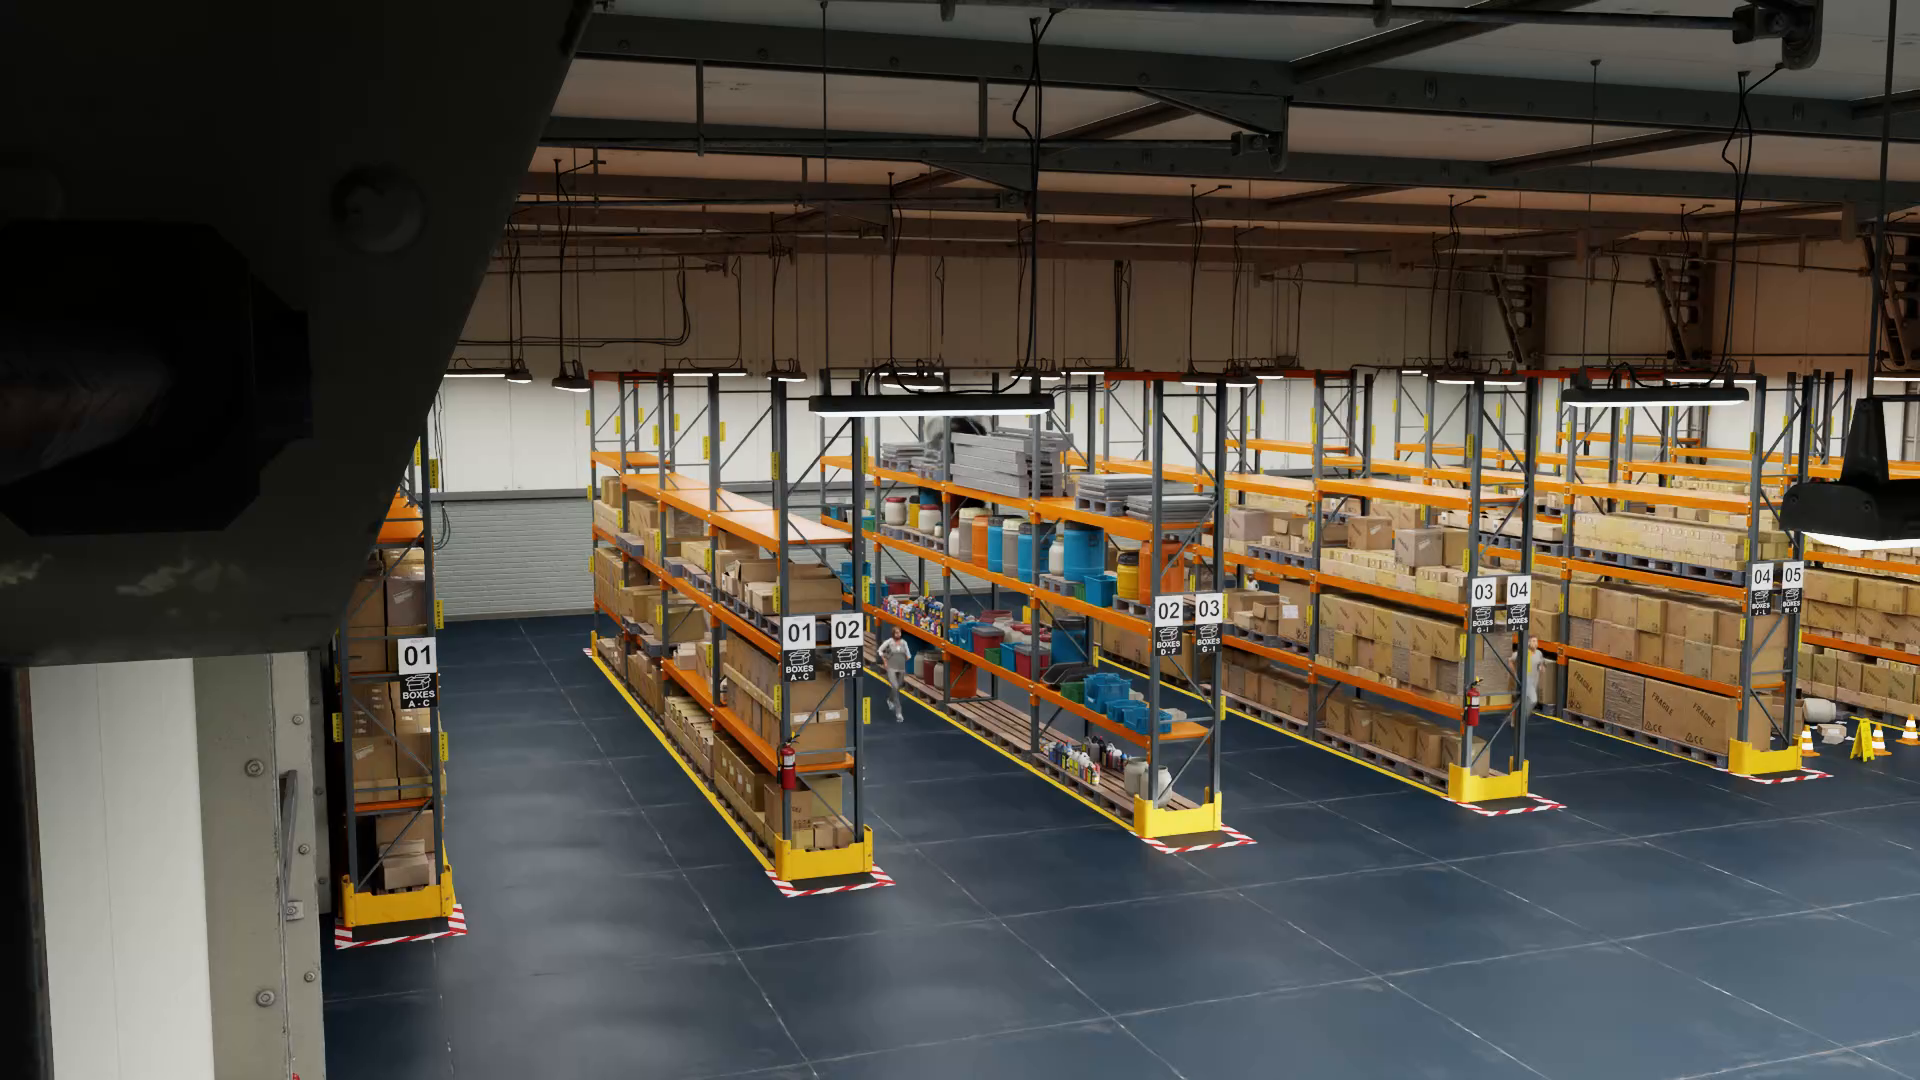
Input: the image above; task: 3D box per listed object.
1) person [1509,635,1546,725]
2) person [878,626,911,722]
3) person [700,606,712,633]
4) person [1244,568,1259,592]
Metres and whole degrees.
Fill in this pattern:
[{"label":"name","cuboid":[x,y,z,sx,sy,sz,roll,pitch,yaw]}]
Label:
[{"label":"person","cuboid":[9.536,2.392,27.903,0.556,1.636,0.694,-3,7,-21]},{"label":"person","cuboid":[-1.117,2.294,28.984,0.539,1.613,0.871,-3,7,-23]},{"label":"person","cuboid":[-5.386,1.542,35.553,0.699,1.713,0.659,-5,8,-40]},{"label":"person","cuboid":[6.342,1.439,36.558,0.583,1.688,0.684,-2,7,-20]}]
